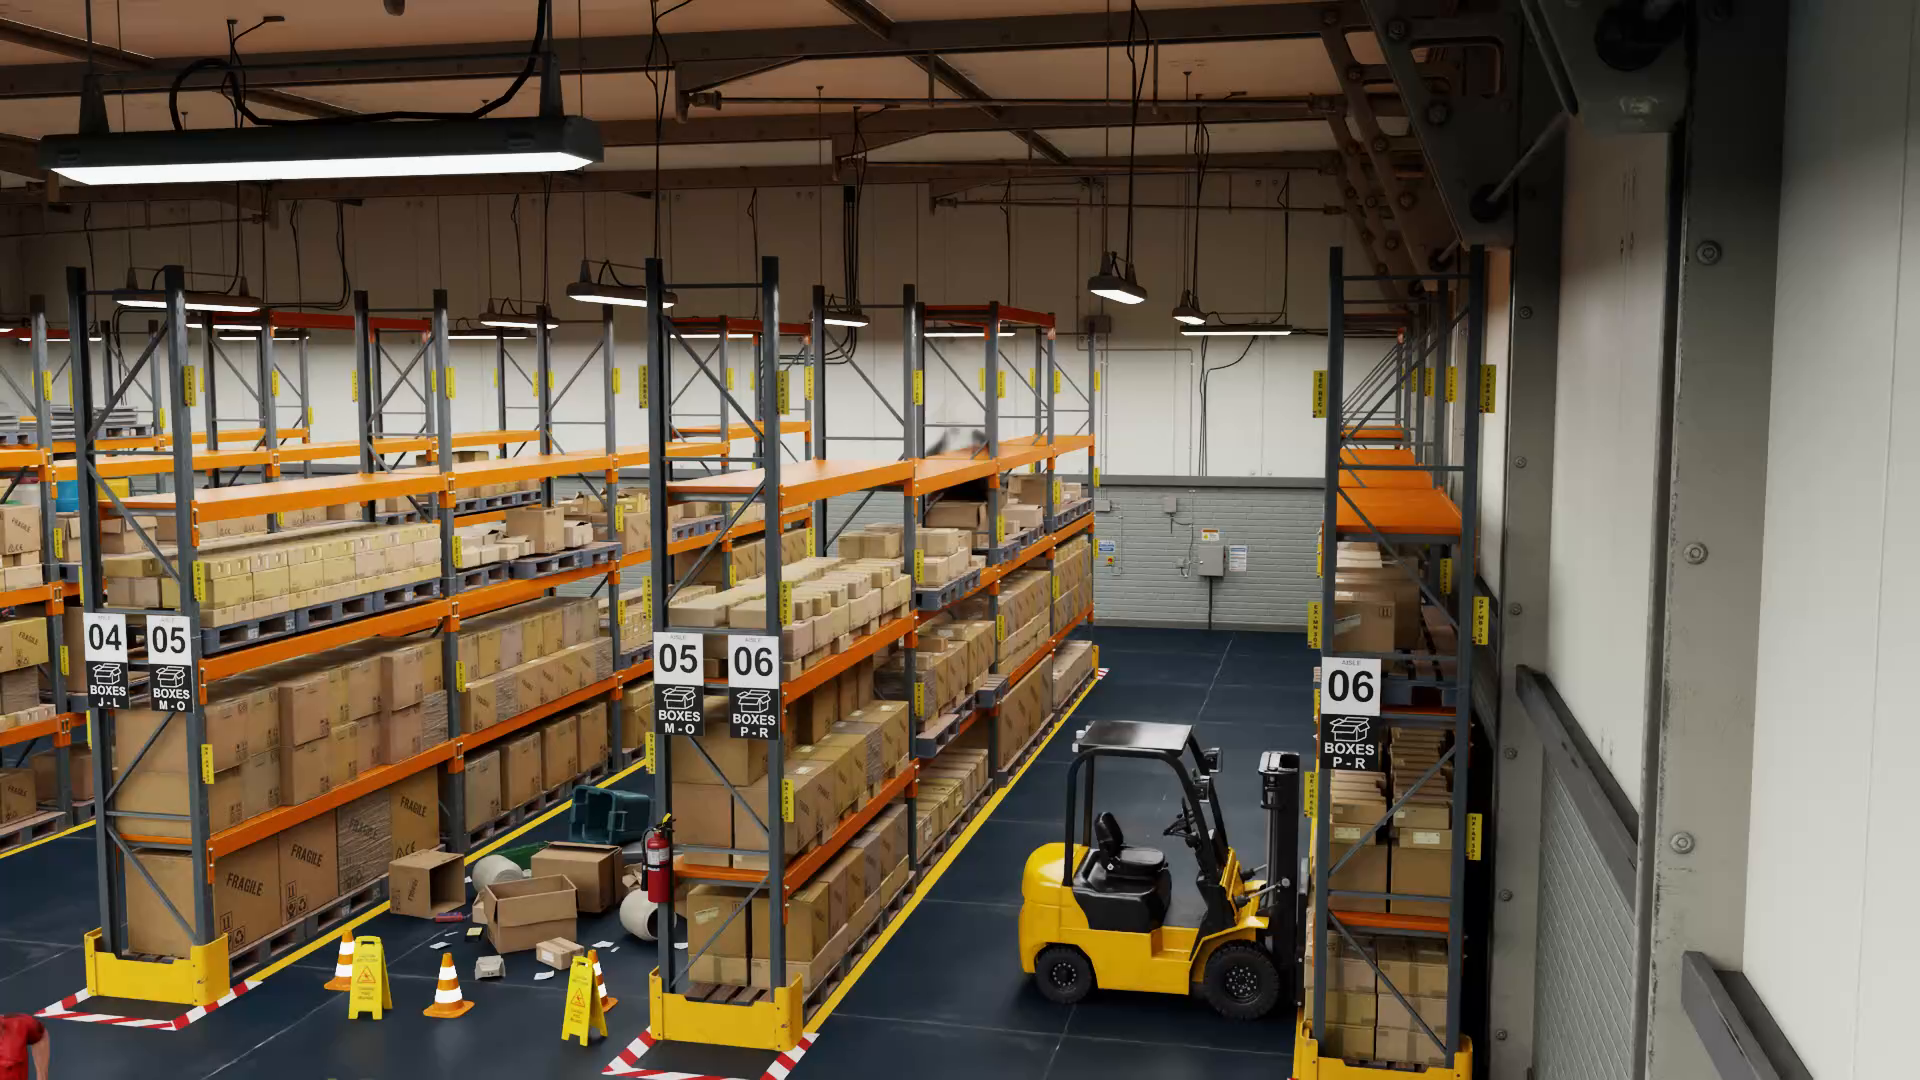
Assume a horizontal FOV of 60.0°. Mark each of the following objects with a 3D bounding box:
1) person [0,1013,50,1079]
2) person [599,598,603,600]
[{"bbox_3d":[-5.478,3.376,9.394,0.663,1.808,0.793,-4,7,-33],"label":"person"},{"bbox_3d":[-5.576,1.712,26.107,0.652,1.645,0.622,1,6,12],"label":"person"}]
